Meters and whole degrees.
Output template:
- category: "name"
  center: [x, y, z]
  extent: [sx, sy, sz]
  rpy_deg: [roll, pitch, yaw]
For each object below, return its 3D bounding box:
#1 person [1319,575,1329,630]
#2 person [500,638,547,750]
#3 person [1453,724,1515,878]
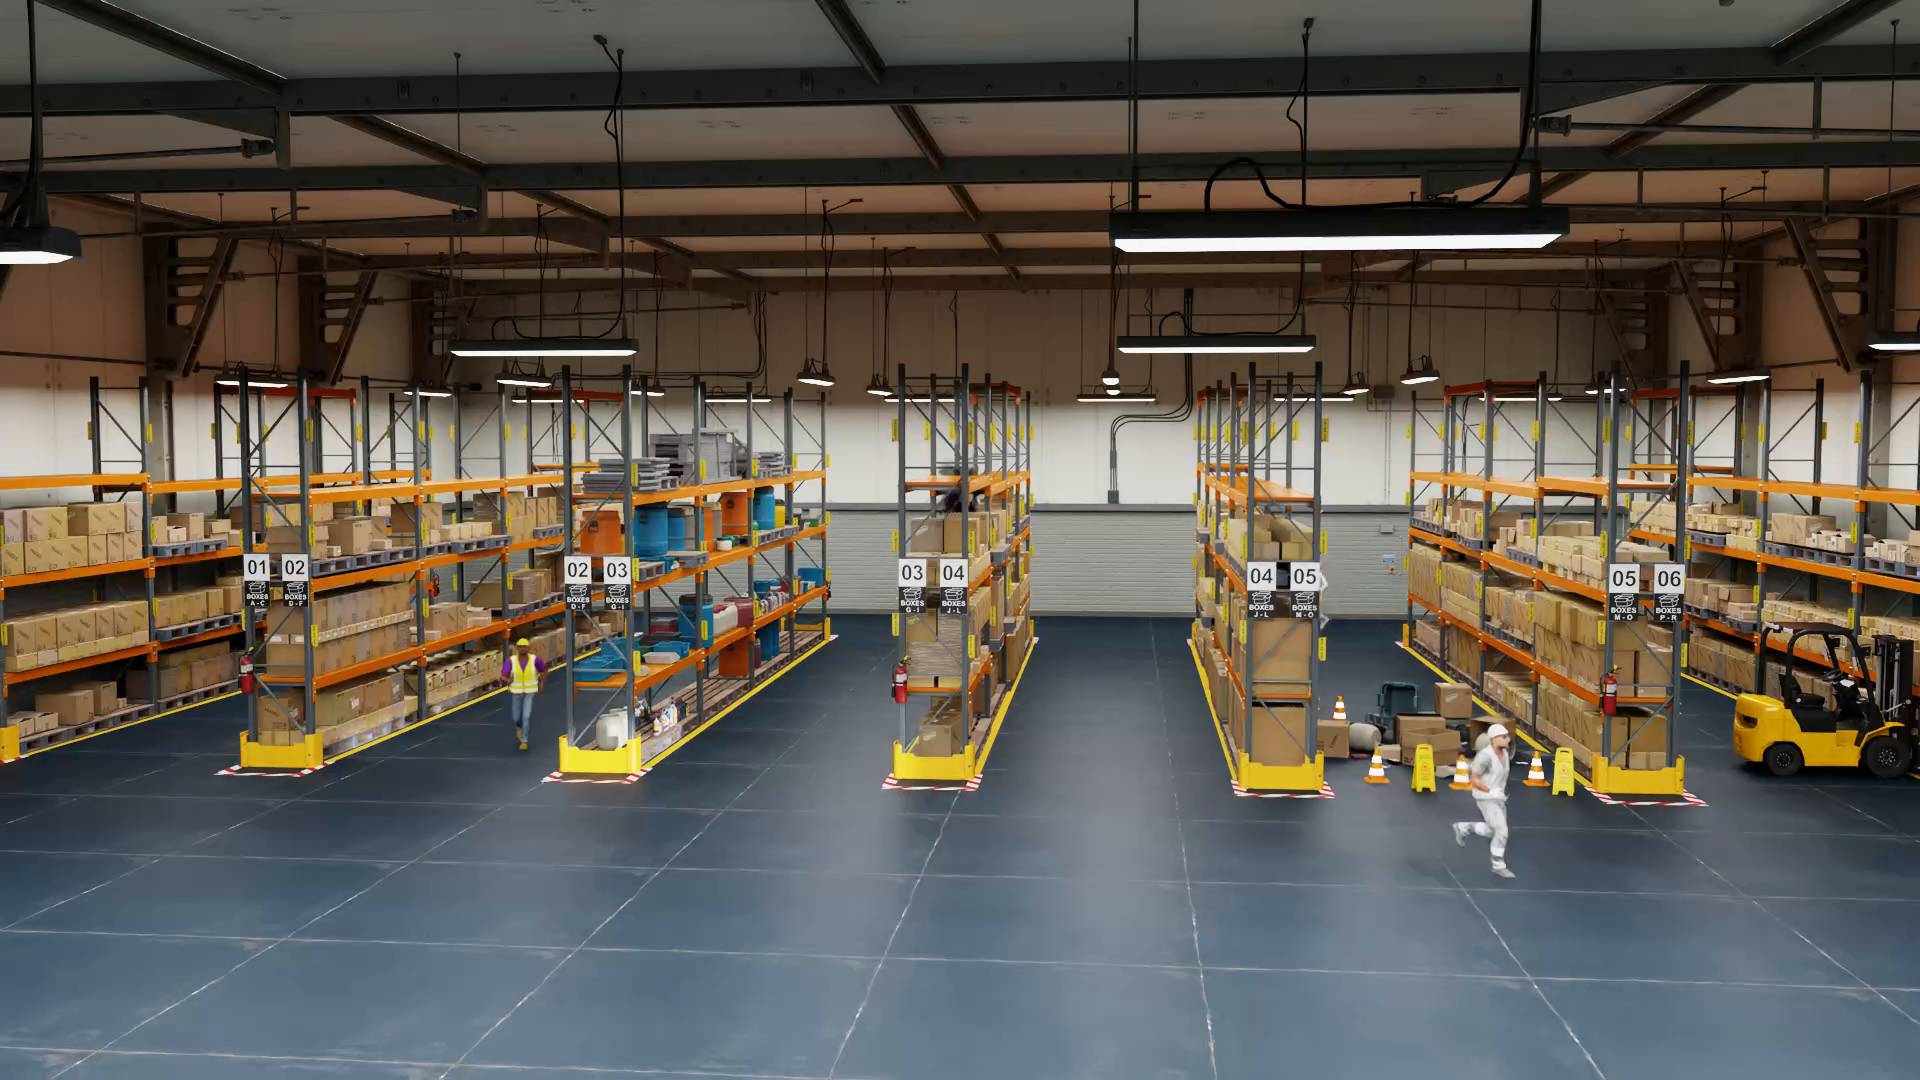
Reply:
- category: "person"
  center: [8.754, 1.465, 41.251]
  extent: [1.008, 1.767, 0.709]
  rpy_deg: [-1, 4, -19]
- category: "person"
  center: [-6.942, 2.427, 26.452]
  extent: [0.715, 1.740, 0.822]
  rpy_deg: [-1, 4, -11]
- category: "person"
  center: [5.964, 2.942, 18.926]
  extent: [0.762, 1.746, 0.685]
  rpy_deg: [4, 5, 44]
